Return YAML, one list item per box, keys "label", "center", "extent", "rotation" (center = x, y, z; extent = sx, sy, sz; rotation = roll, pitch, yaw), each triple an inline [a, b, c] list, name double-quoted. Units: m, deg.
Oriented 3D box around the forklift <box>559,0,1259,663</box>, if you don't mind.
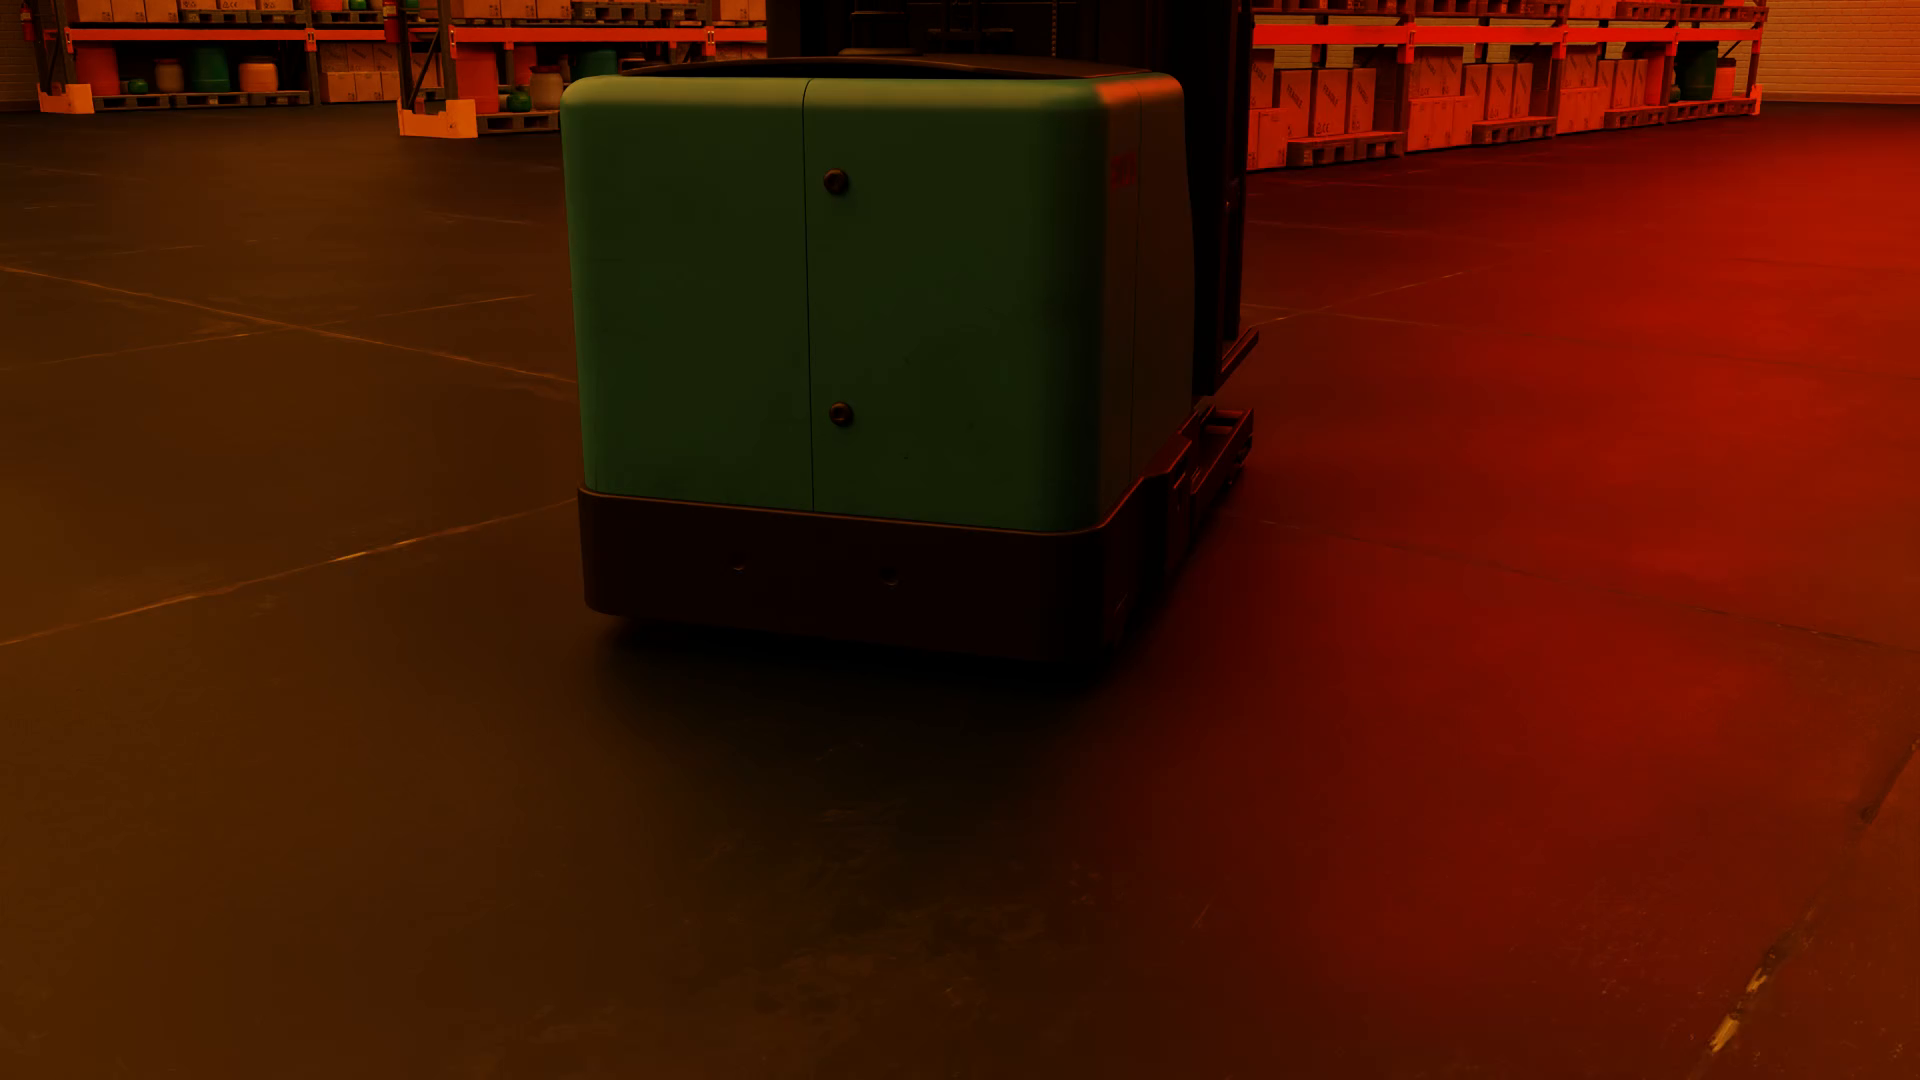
- label: "forklift"
  center: [0.182, -1.571, 4.072]
  extent: [1.130, 2.935, 3.031]
  rotation: [5, 18, 17]
